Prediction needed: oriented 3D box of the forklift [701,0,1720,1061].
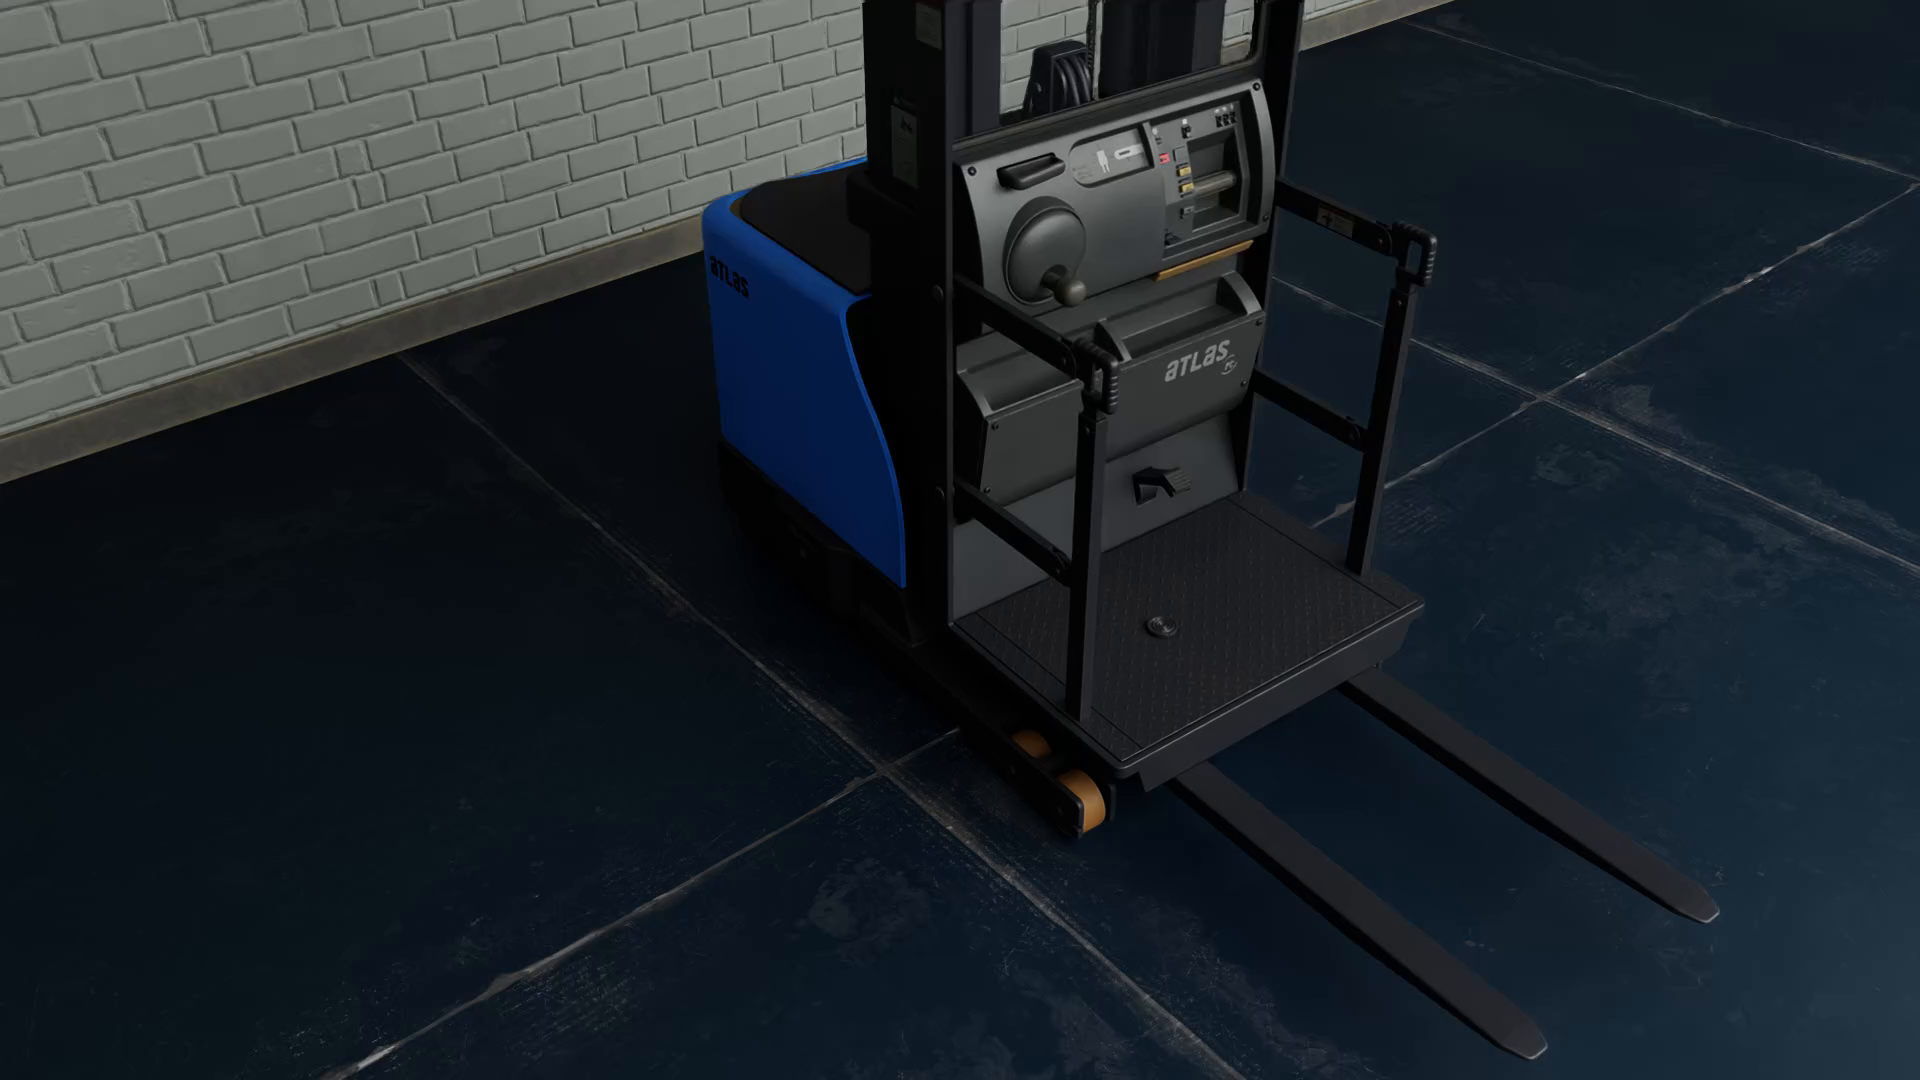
[{"bbox_3d":[0.522,-0.774,3.807,1.130,2.935,3.031,-23,41,-29],"label":"forklift"}]
